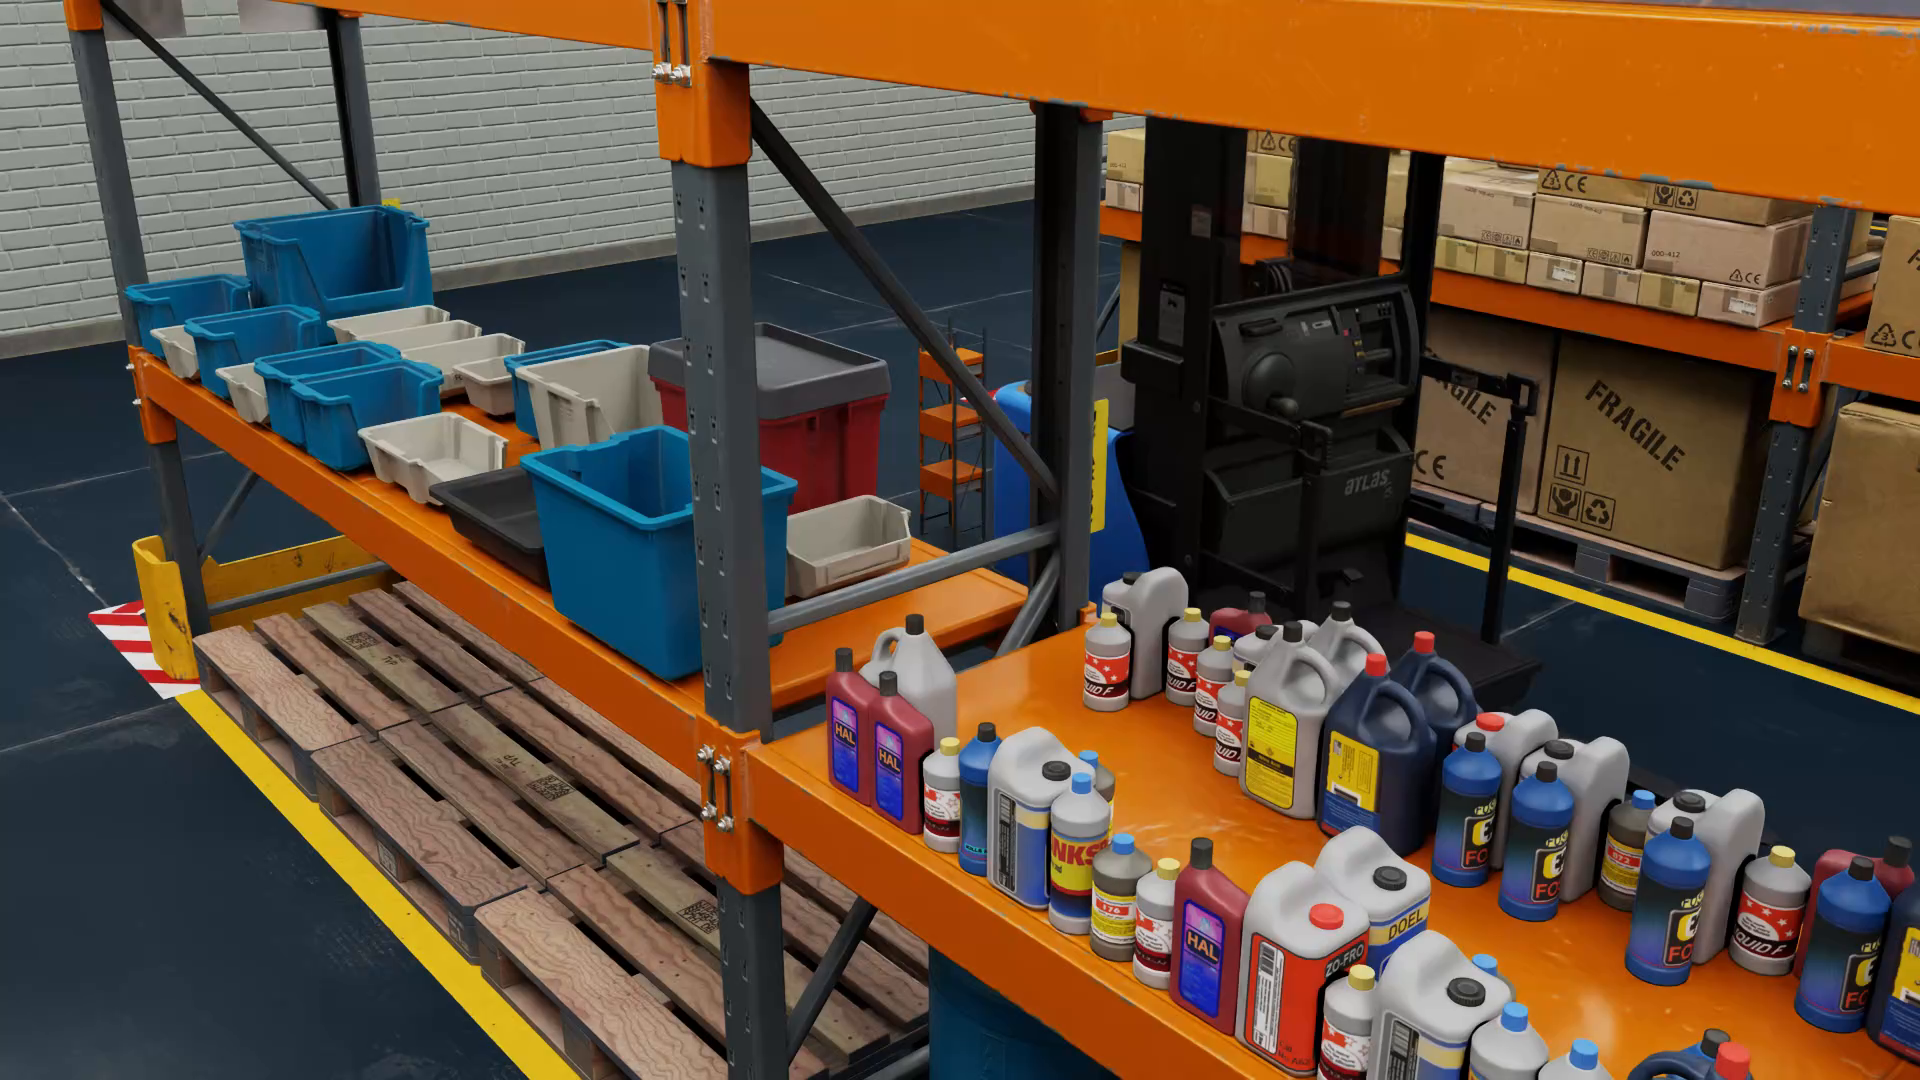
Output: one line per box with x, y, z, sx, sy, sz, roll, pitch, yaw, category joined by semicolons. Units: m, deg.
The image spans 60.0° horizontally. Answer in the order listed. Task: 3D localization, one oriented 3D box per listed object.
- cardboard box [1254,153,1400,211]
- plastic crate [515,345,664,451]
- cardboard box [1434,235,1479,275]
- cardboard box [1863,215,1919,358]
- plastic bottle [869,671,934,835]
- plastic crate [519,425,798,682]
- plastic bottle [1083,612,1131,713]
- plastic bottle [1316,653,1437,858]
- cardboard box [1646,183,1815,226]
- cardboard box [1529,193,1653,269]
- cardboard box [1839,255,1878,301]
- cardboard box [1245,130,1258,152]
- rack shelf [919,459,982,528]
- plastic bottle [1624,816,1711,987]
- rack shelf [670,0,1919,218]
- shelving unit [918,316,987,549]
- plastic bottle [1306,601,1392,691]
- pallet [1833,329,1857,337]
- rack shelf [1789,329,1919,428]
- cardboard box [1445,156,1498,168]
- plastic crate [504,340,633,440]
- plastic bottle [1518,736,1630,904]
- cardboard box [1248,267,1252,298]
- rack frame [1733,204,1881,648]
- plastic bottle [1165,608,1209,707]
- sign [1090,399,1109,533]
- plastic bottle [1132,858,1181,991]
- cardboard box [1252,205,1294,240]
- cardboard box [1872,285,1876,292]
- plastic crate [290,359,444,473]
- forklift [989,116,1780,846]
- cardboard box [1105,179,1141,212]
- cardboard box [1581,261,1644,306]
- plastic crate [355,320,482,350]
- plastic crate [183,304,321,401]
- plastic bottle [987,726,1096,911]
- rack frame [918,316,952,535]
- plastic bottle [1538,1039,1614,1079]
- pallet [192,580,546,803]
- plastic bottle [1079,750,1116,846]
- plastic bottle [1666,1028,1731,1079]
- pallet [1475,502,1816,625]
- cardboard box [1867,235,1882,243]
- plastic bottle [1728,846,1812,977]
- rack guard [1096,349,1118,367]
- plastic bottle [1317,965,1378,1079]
1.810;-1.782;8.219;0.500;0.250;0.500;-19;28;-39;cardboard box
-0.967;-0.346;4.835;0.437;0.282;0.530;-17;27;-37;plastic crate
2.356;-1.331;7.614;0.380;0.149;0.250;-18;28;-38;cardboard box
3.753;-0.947;6.151;0.500;0.500;0.500;-17;27;-37;cardboard box
-0.107;0.386;3.045;0.061;0.283;0.133;-17;27;-37;plastic bottle
-0.673;0.024;3.750;0.392;0.384;0.575;-17;27;-37;plastic crate
0.310;0.251;3.501;0.097;0.201;0.097;0;21;0;plastic bottle
0.749;0.377;2.977;0.144;0.351;0.185;-17;27;-37;plastic bottle
3.140;-1.568;6.644;0.500;0.500;0.500;-16;27;-36;cardboard box
2.816;-1.357;7.135;0.500;0.250;0.500;-16;27;-36;cardboard box
3.701;-1.131;7.103;0.380;0.149;0.250;-17;27;-37;cardboard box
1.466;-2.275;8.449;0.500;0.500;0.500;-18;28;-39;cardboard box
-0.035;-0.235;7.936;0.215;0.259;0.240;-17;27;-37;rack shelf
1.117;0.560;2.617;0.097;0.271;0.097;0;21;0;plastic bottle
1.195;-0.417;1.809;1.077;0.370;4.000;-17;27;-37;rack shelf
-0.035;-0.504;7.830;0.215;1.050;0.252;-17;27;-37;shelving unit
0.738;0.291;3.195;0.144;0.351;0.185;-17;27;-37;plastic bottle
6.200;-1.456;11.411;1.003;0.211;1.213;-17;27;-37;pallet
4.948;-0.199;5.366;1.077;0.370;4.000;-17;27;-37;rack shelf
2.555;-1.766;8.178;0.500;0.250;0.500;-17;27;-37;cardboard box
-1.186;-0.457;5.184;0.416;0.233;0.300;-17;27;-37;plastic crate
1.048;0.459;2.868;0.152;0.276;0.135;-17;27;-37;plastic bottle
2.104;-0.989;8.734;0.875;0.875;0.875;-17;27;-37;cardboard box
3.642;-1.087;6.646;1.000;3.000;0.127;-17;27;-37;rack frame
0.489;0.242;3.525;0.097;0.201;0.097;0;21;0;plastic bottle
0.308;-0.167;3.918;0.100;0.325;0.005;-17;27;-37;sign
0.324;0.597;2.620;0.097;0.201;0.097;0;21;0;plastic bottle
1.685;-1.615;8.339;0.380;0.149;0.250;-18;28;-38;cardboard box
6.215;-1.637;10.975;0.380;0.149;0.250;-19;28;-40;cardboard box
-1.754;-0.370;4.962;0.416;0.233;0.300;-17;27;-37;plastic crate
1.367;-0.635;5.587;1.130;2.935;3.031;-14;25;-32;forklift
1.013;-1.898;9.062;0.380;0.149;0.250;-17;27;-37;cardboard box
2.859;-1.118;7.070;0.380;0.149;0.250;-18;28;-38;cardboard box
-1.873;-0.652;5.816;0.396;0.136;0.243;-17;27;-37;plastic crate
-2.380;-0.634;5.638;0.416;0.233;0.300;-17;27;-37;plastic crate
0.142;0.470;2.842;0.152;0.276;0.135;-17;27;-37;plastic bottle
-0.115;-0.537;7.916;0.200;1.050;0.008;-17;27;-37;rack frame
0.778;0.756;2.117;0.097;0.271;0.097;0;21;0;plastic bottle
-2.212;0.523;6.360;1.003;0.211;1.213;-17;27;-37;pallet
0.225;0.470;2.945;0.097;0.201;0.097;0;21;0;plastic bottle
0.951;0.749;2.136;0.097;0.271;0.097;0;21;0;plastic bottle
3.205;-0.017;7.739;1.003;0.211;1.213;-17;27;-37;pallet
6.205;-2.033;11.579;0.380;0.149;0.250;-19;28;-39;cardboard box
1.295;0.584;2.653;0.097;0.201;0.097;0;21;0;plastic bottle
1.016;-1.035;9.940;1.175;0.500;0.348;-17;27;-37;rack guard
0.563;0.698;2.362;0.097;0.201;0.097;0;21;0;plastic bottle
